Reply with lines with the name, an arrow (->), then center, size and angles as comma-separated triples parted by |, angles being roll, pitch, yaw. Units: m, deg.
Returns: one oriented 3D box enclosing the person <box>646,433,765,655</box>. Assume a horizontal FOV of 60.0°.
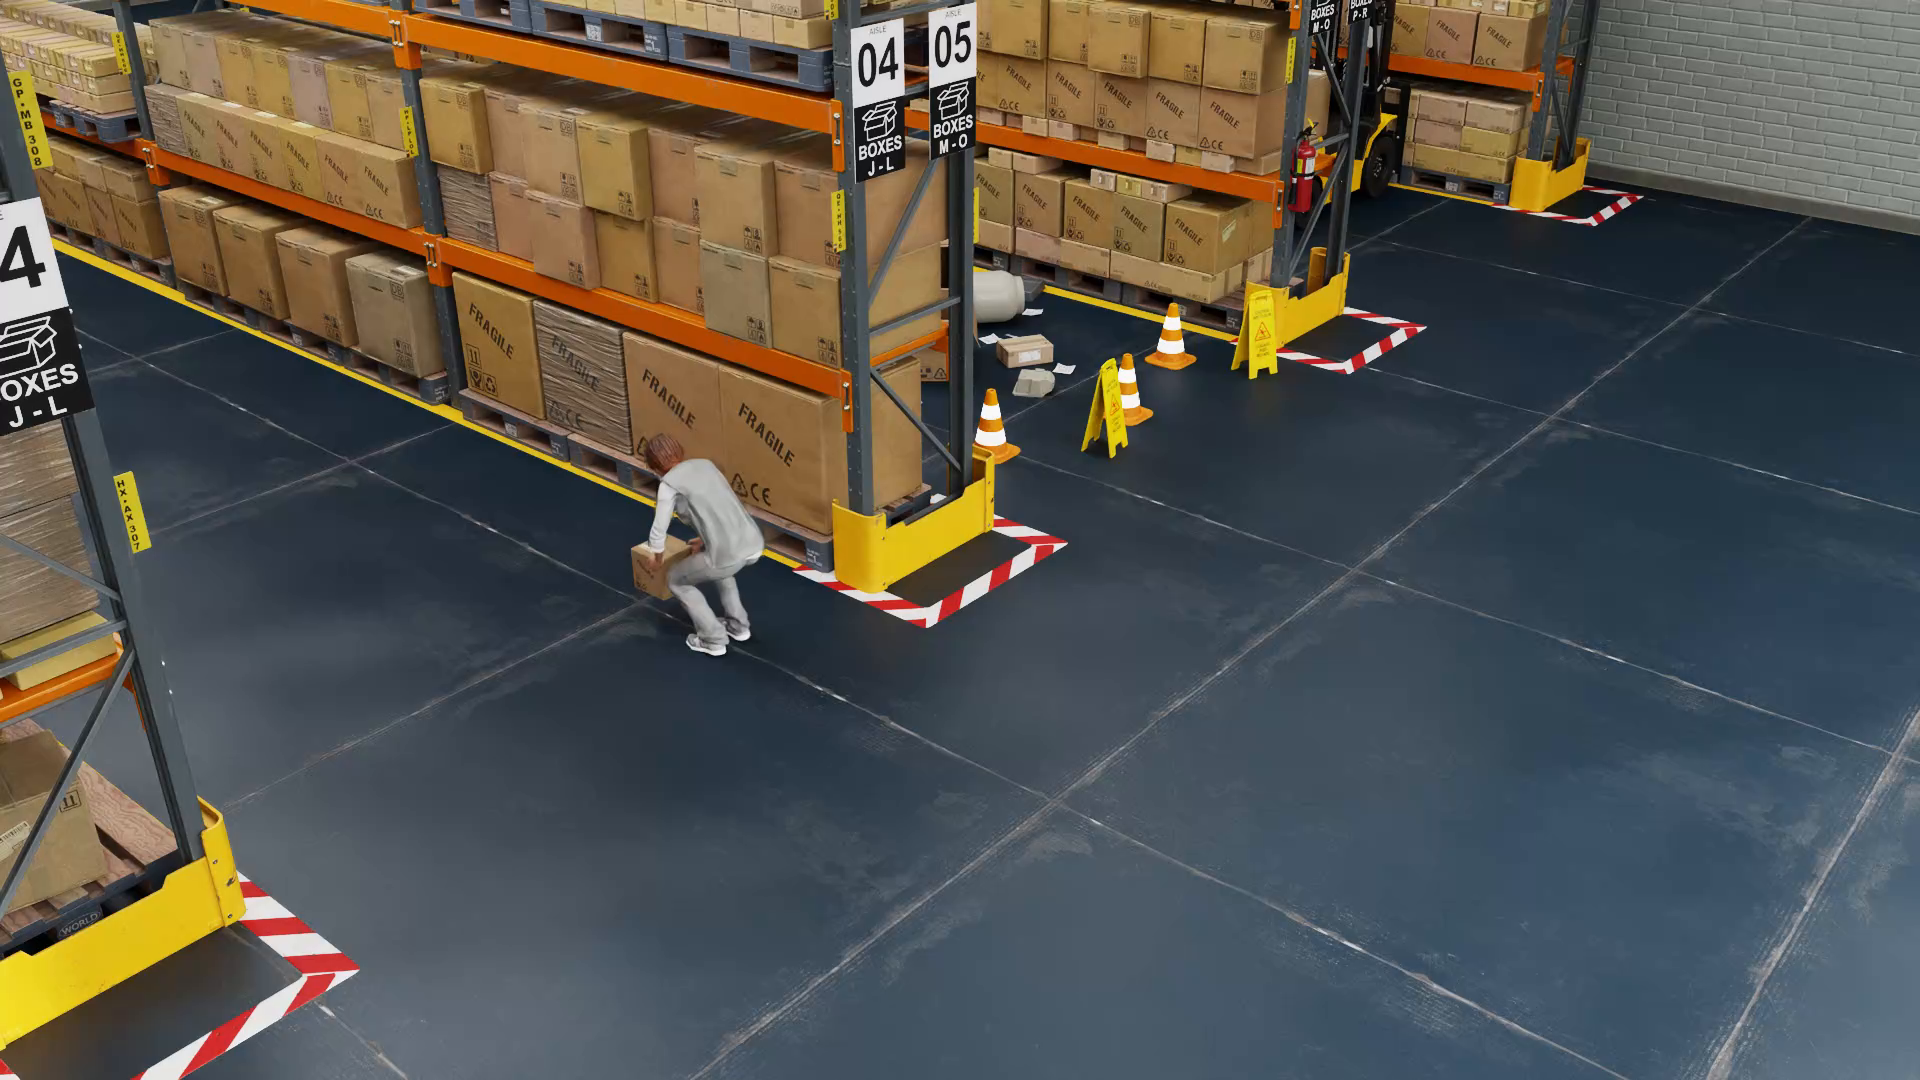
person -> -1.393, 0.048, 8.997 | 0.710, 1.175, 0.462 | 21, 34, 34
